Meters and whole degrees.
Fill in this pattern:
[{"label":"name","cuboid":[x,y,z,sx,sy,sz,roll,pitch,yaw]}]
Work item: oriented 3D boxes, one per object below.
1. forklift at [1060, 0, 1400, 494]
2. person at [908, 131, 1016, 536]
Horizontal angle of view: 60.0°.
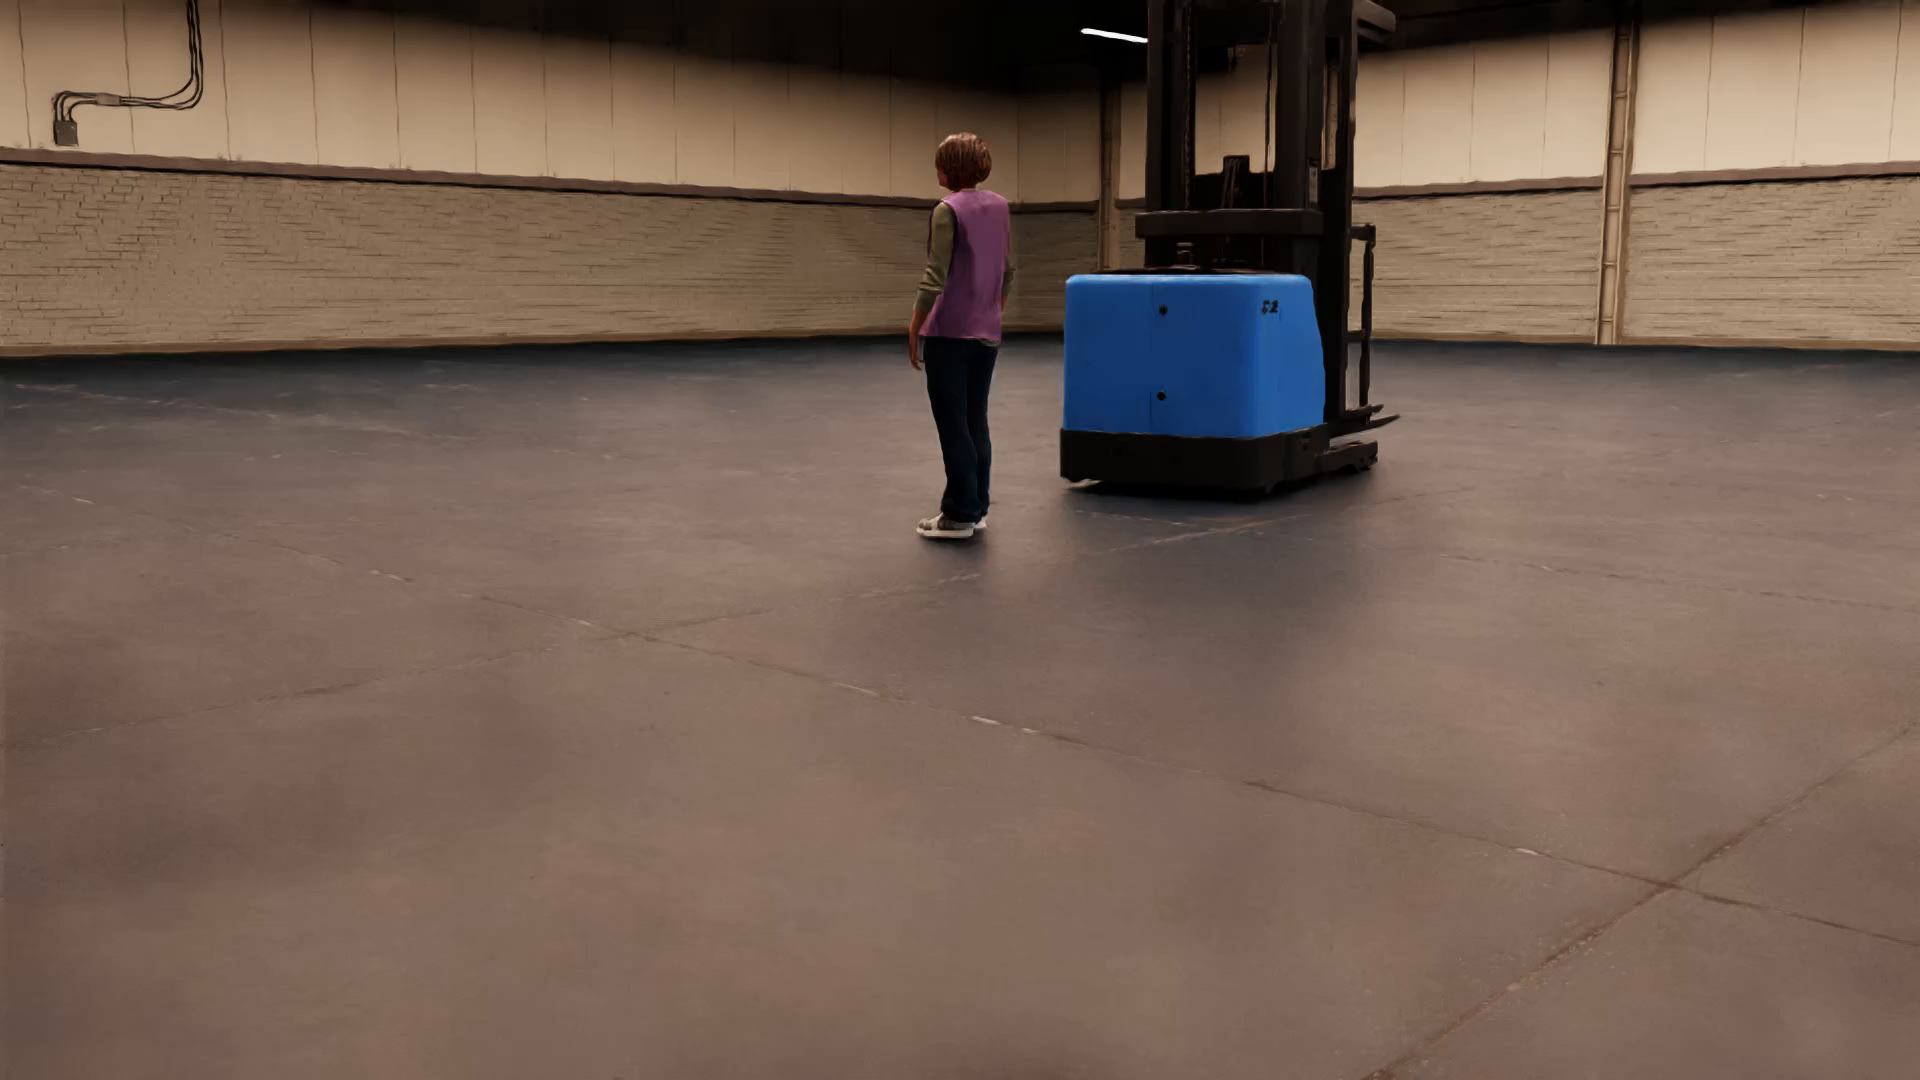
[{"label":"forklift","cuboid":[1.693,-1.848,9.146,1.130,2.935,3.031,5,10,31]},{"label":"person","cuboid":[-0.044,-0.806,6.658,0.474,1.597,0.520,8,12,43]}]
